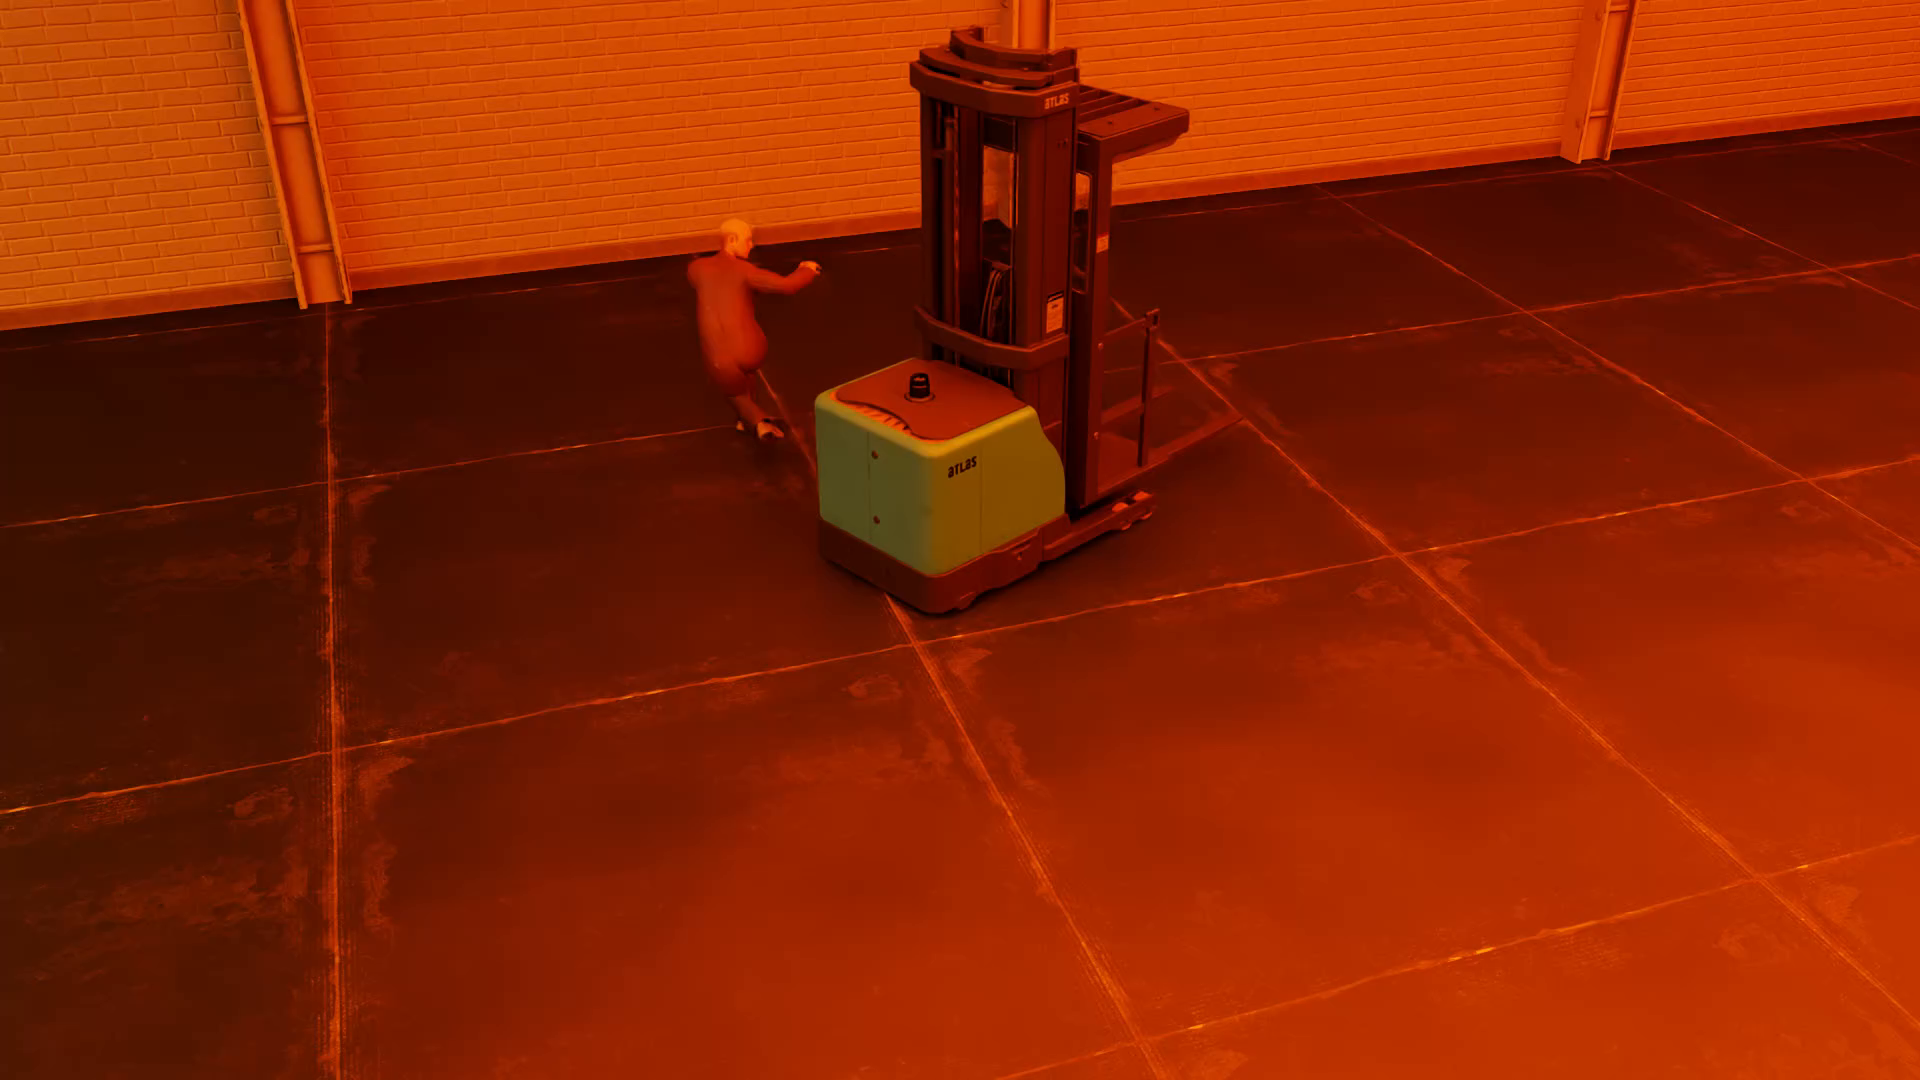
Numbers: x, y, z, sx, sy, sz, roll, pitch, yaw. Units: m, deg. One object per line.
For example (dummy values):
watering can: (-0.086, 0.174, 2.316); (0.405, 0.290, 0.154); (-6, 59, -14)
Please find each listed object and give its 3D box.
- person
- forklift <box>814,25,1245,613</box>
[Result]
person: (-1.340, -1.399, 10.981); (0.875, 1.512, 1.185); (-1, 30, -1)
forklift: (0.573, -1.495, 9.685); (3.031, 2.935, 1.130); (-26, 39, -37)
